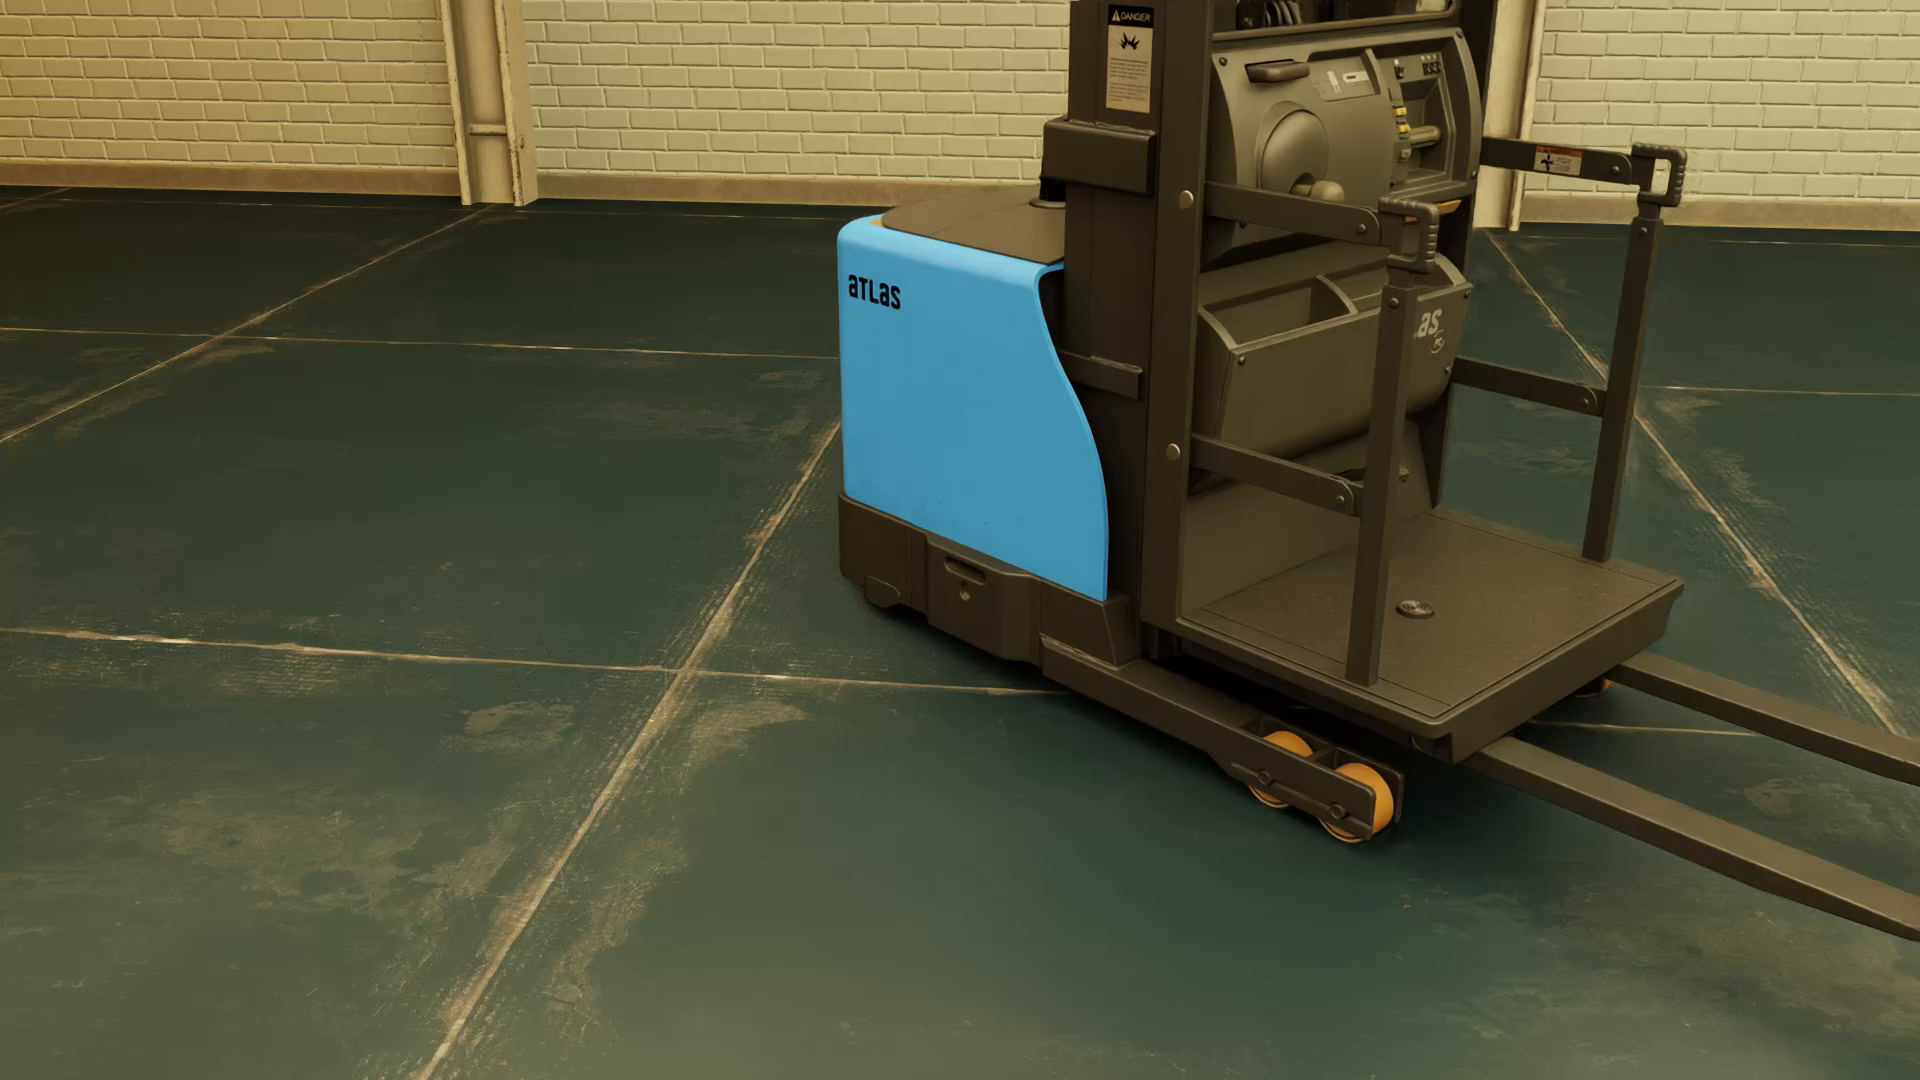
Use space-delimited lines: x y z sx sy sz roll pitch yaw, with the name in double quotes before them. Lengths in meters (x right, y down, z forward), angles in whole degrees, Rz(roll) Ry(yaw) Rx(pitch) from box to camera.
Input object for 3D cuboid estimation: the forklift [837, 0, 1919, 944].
"forklift" 1.023 -0.927 3.555 1.130 2.935 3.031 -19 29 -39
